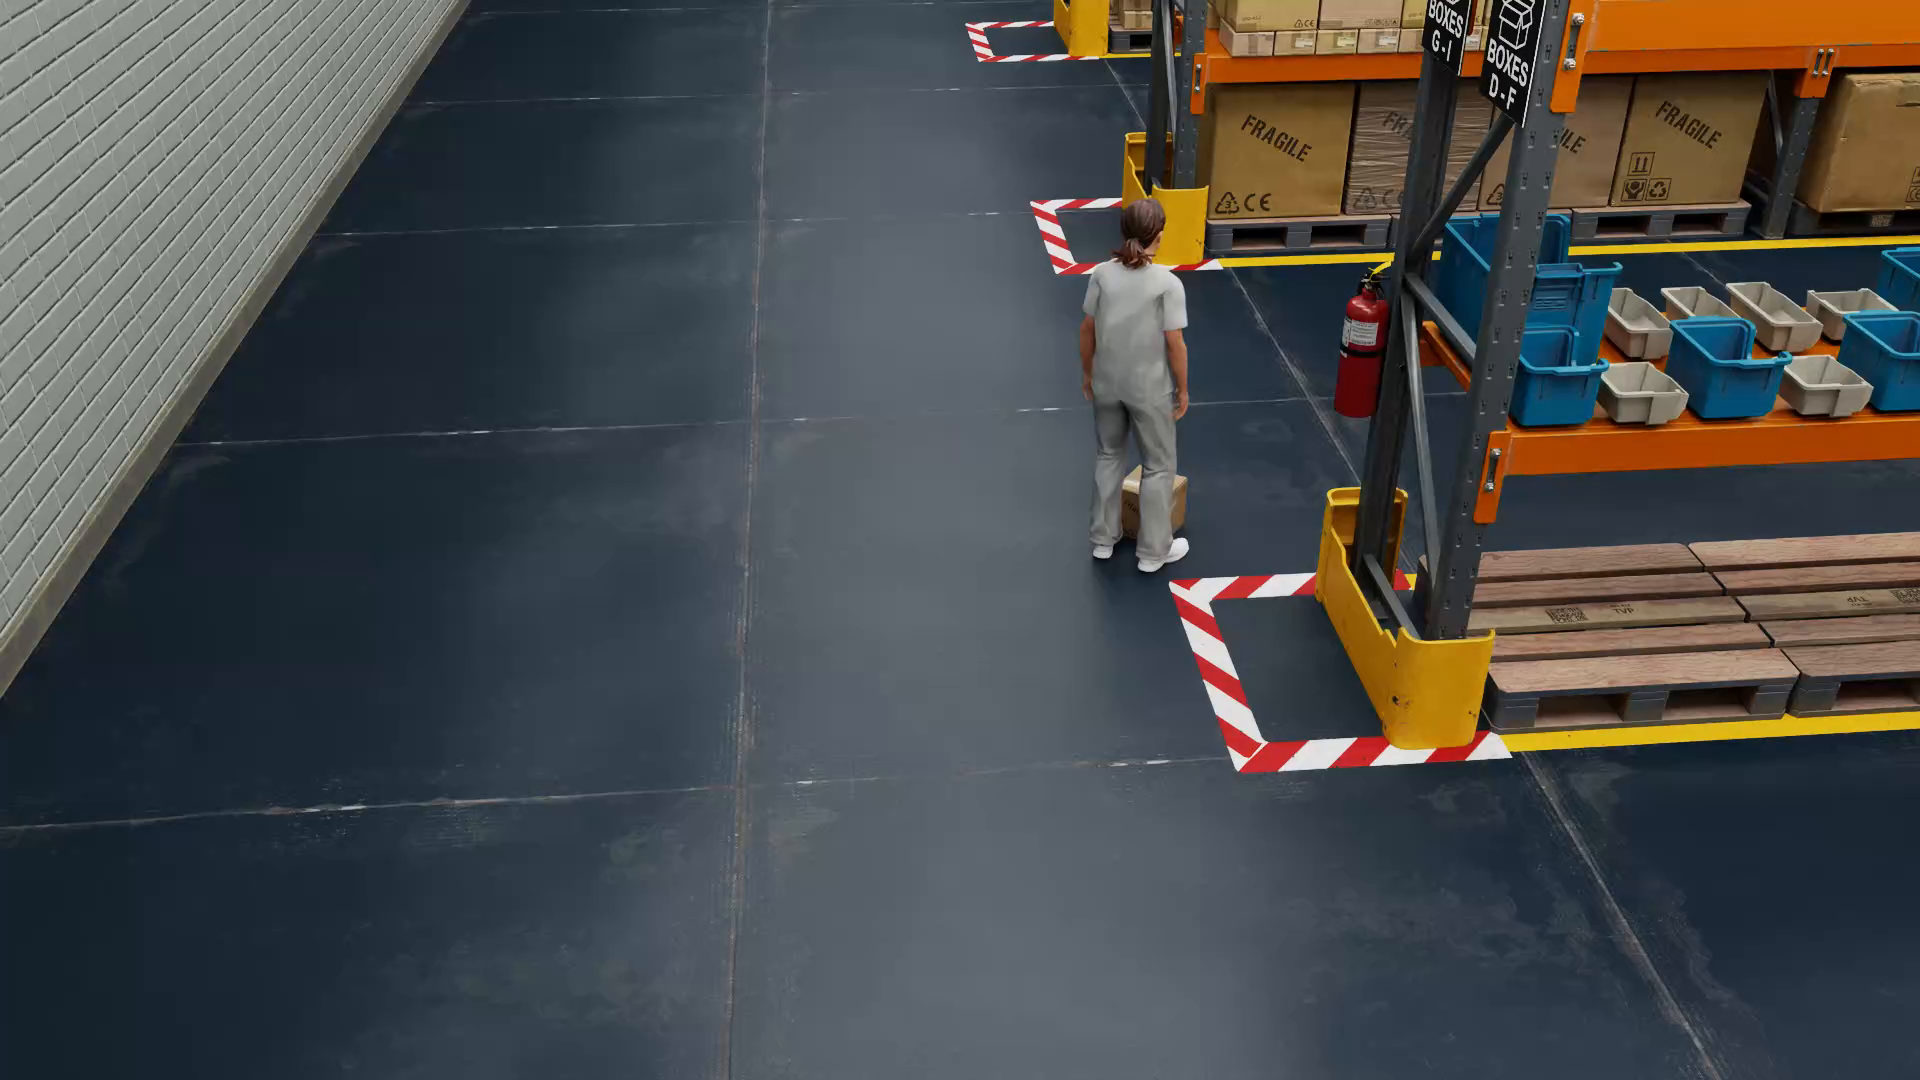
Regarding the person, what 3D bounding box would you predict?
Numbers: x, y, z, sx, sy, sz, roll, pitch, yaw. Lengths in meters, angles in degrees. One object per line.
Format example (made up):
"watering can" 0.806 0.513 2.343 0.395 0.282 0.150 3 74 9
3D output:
"person" 0.763 -0.658 7.225 0.514 1.668 0.363 16 35 24
